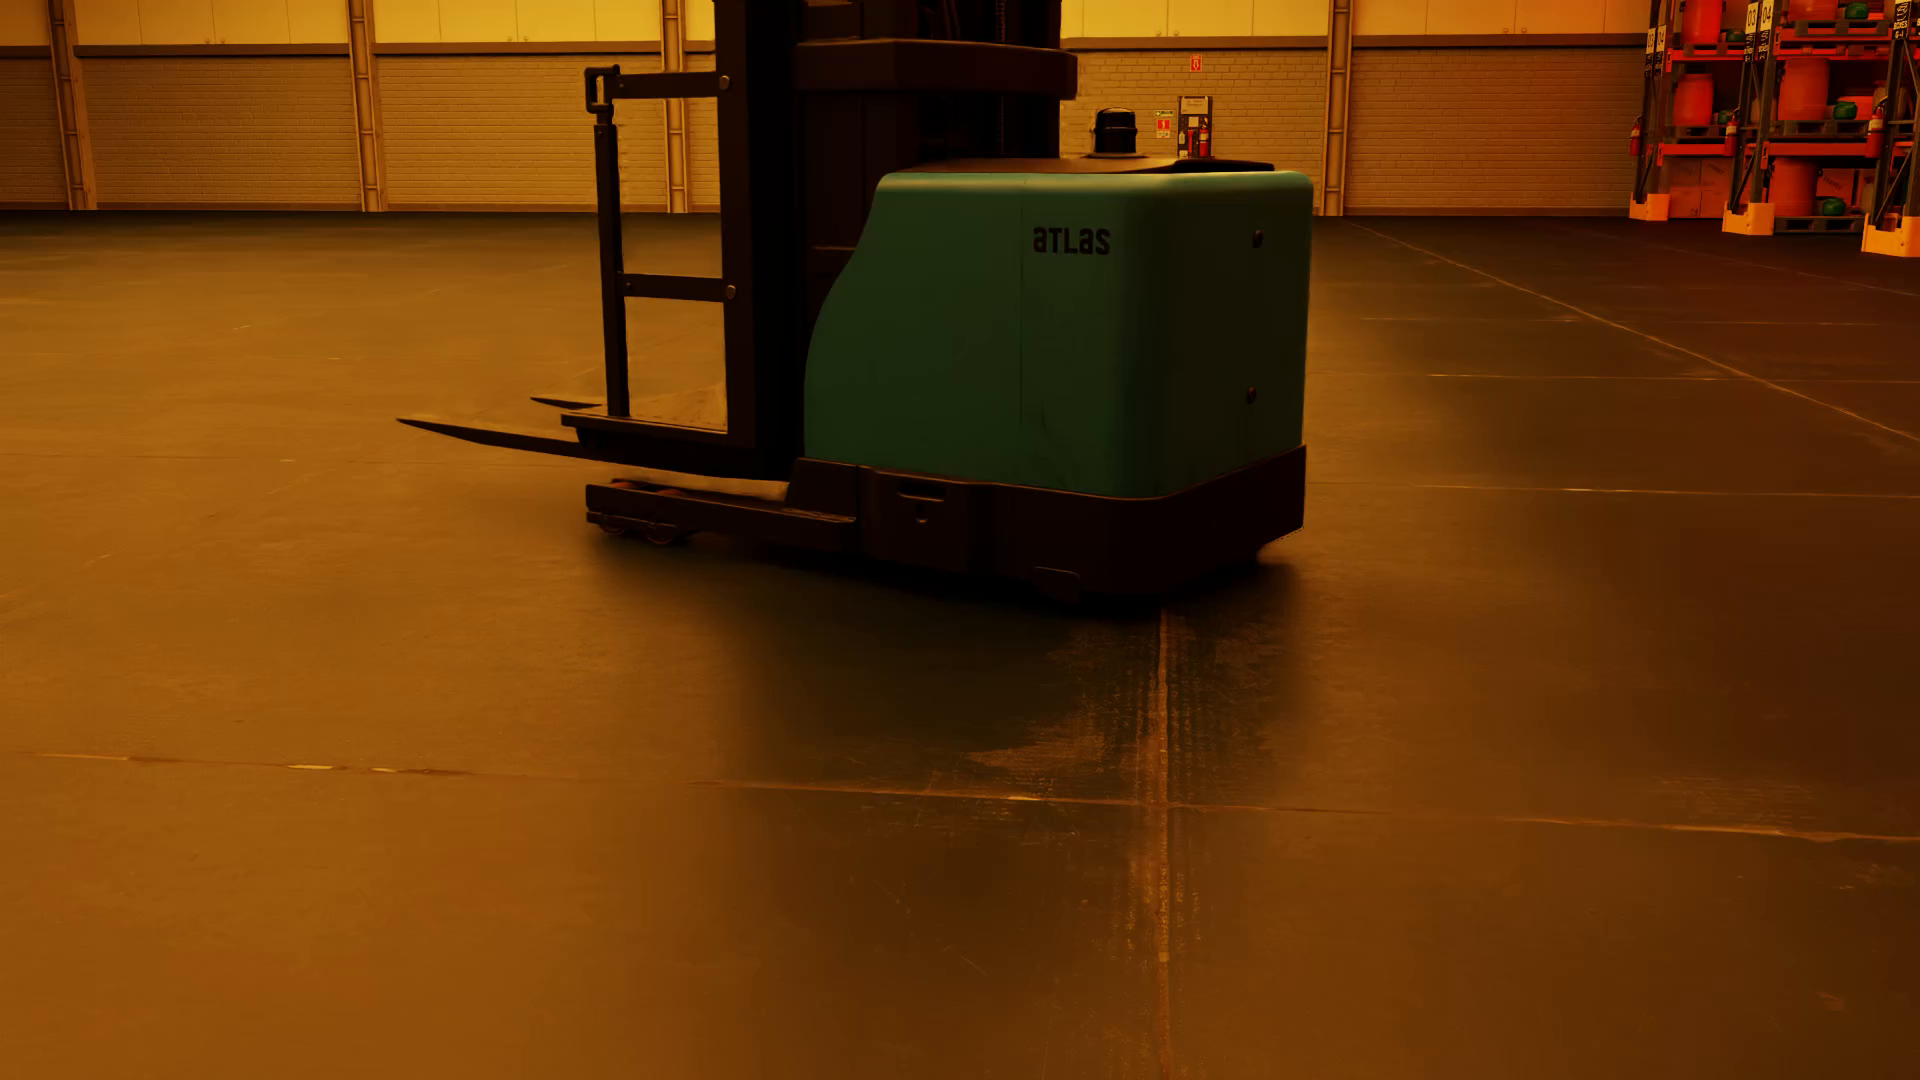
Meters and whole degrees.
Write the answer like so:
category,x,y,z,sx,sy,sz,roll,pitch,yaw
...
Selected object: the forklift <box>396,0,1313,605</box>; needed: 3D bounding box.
category,x,y,z,sx,sy,sz,roll,pitch,yaw
forklift,-0.516,-1.503,4.937,3.031,2.935,1.130,9,16,33
